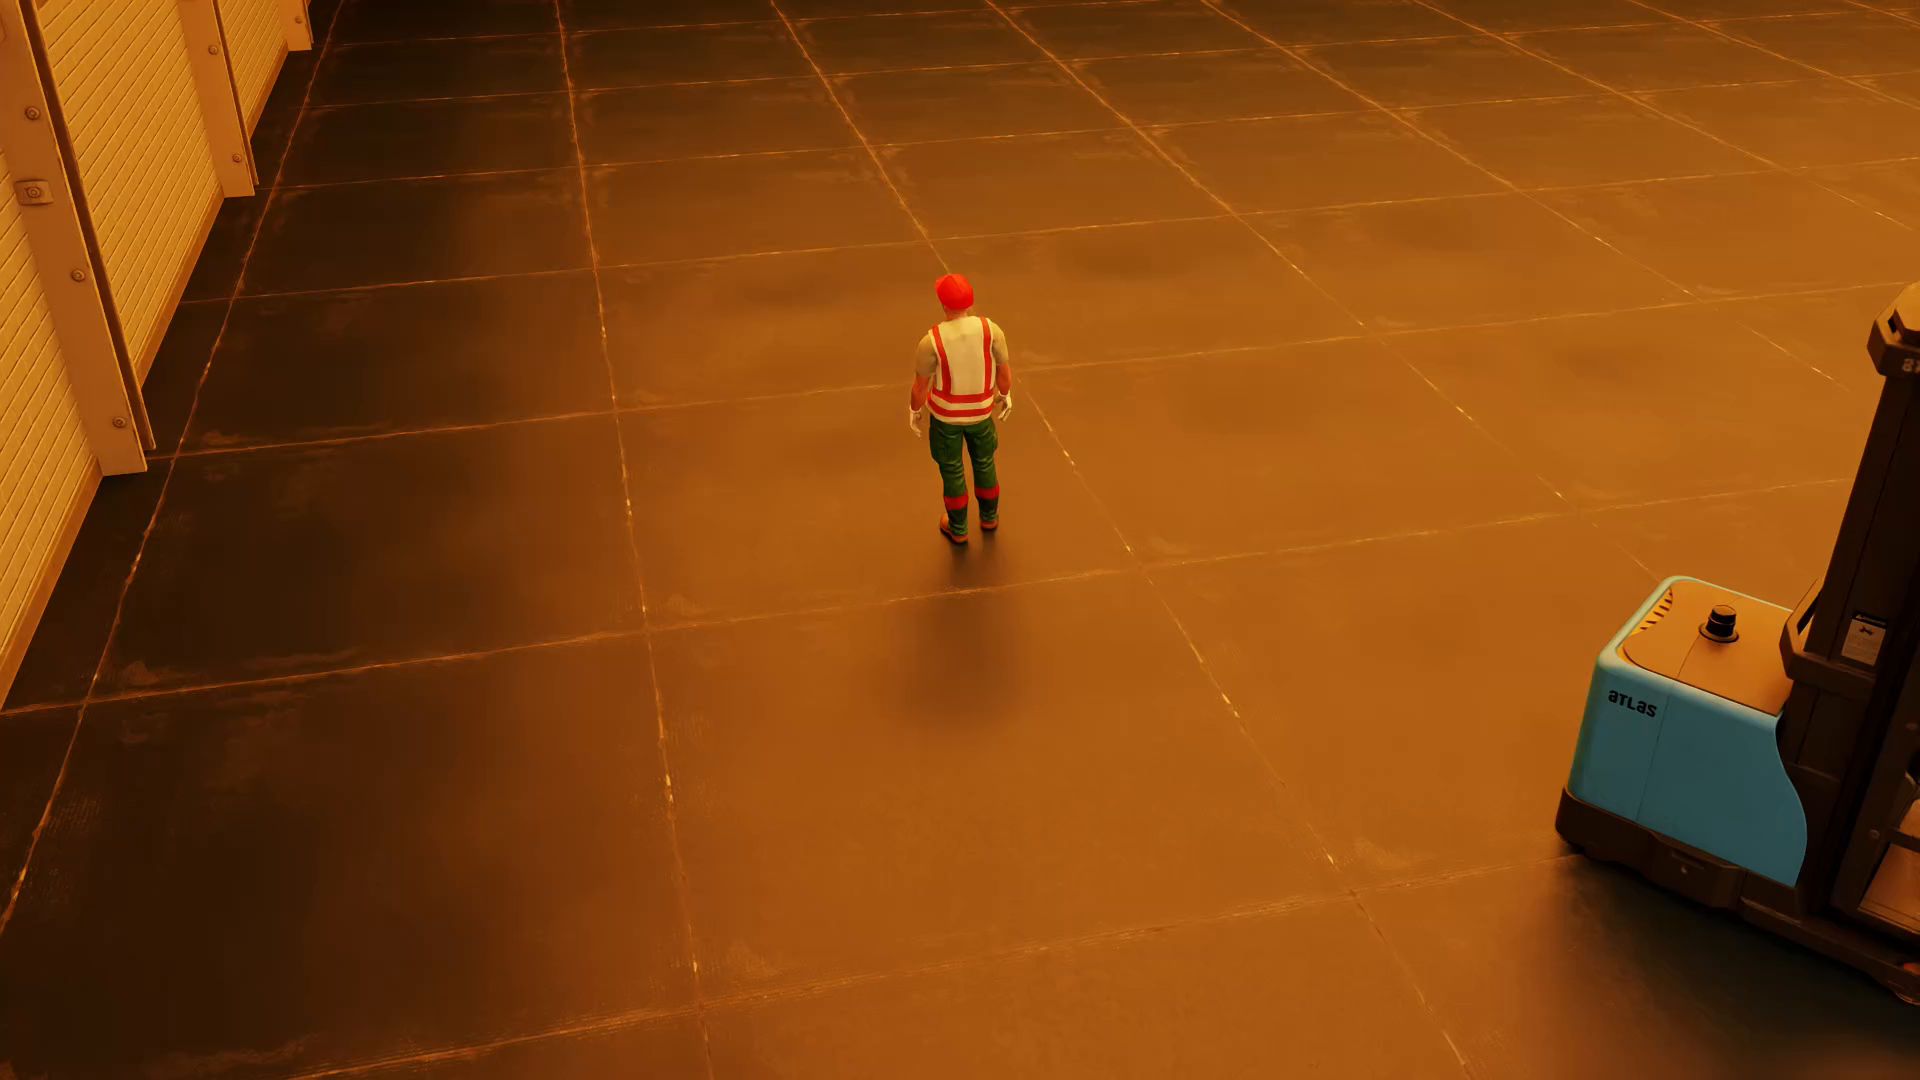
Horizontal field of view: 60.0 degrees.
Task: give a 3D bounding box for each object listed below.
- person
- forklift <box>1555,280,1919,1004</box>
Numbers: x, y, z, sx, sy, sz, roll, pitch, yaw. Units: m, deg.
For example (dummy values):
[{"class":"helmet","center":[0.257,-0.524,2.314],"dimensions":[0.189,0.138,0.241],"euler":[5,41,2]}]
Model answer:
[{"class":"person","center":[-0.007,-0.821,10.118],"dimensions":[0.637,1.787,0.564],"euler":[-7,31,-12]},{"class":"forklift","center":[4.312,0.467,6.768],"dimensions":[3.031,2.935,1.130],"euler":[22,37,33]}]
